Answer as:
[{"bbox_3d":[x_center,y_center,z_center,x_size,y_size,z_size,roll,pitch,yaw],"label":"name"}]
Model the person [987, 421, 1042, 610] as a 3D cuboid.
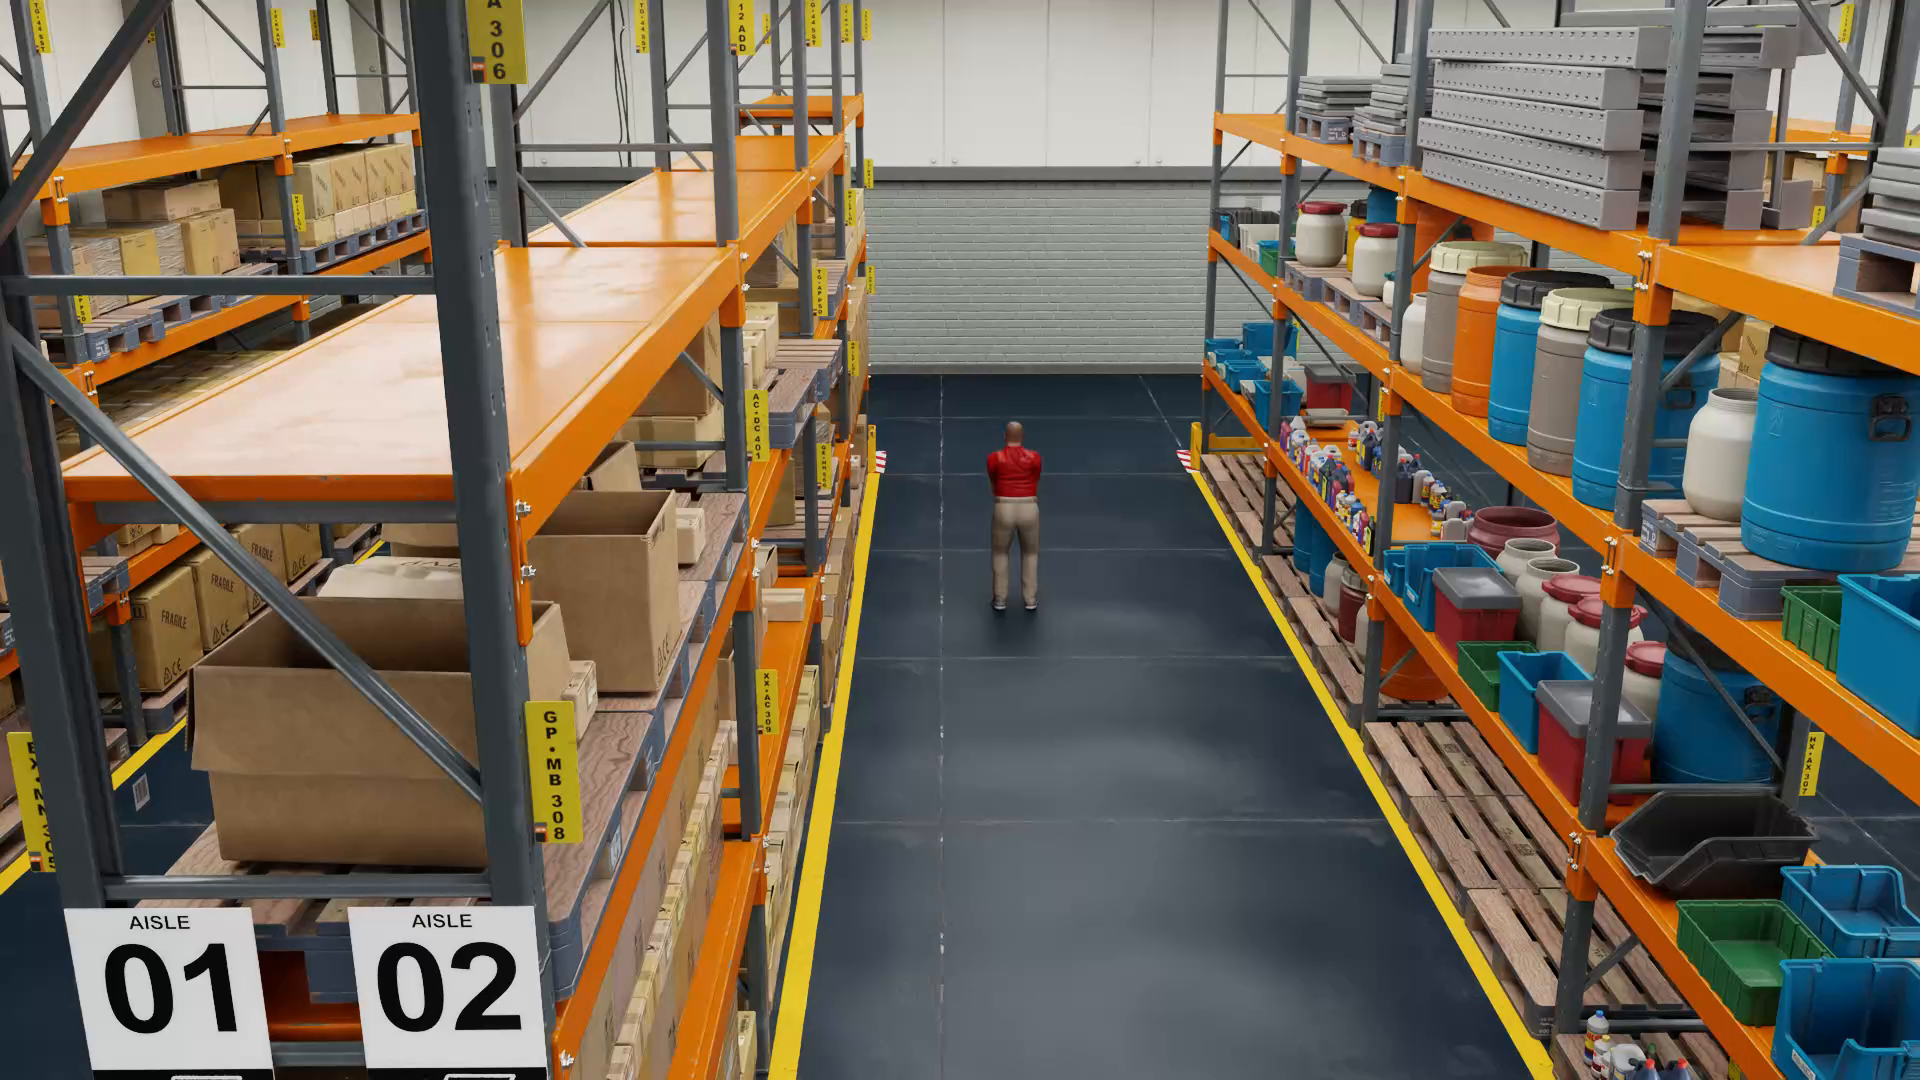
[{"bbox_3d":[0.476,-0.244,14.890,0.490,1.725,0.544,0,17,-1],"label":"person"}]
